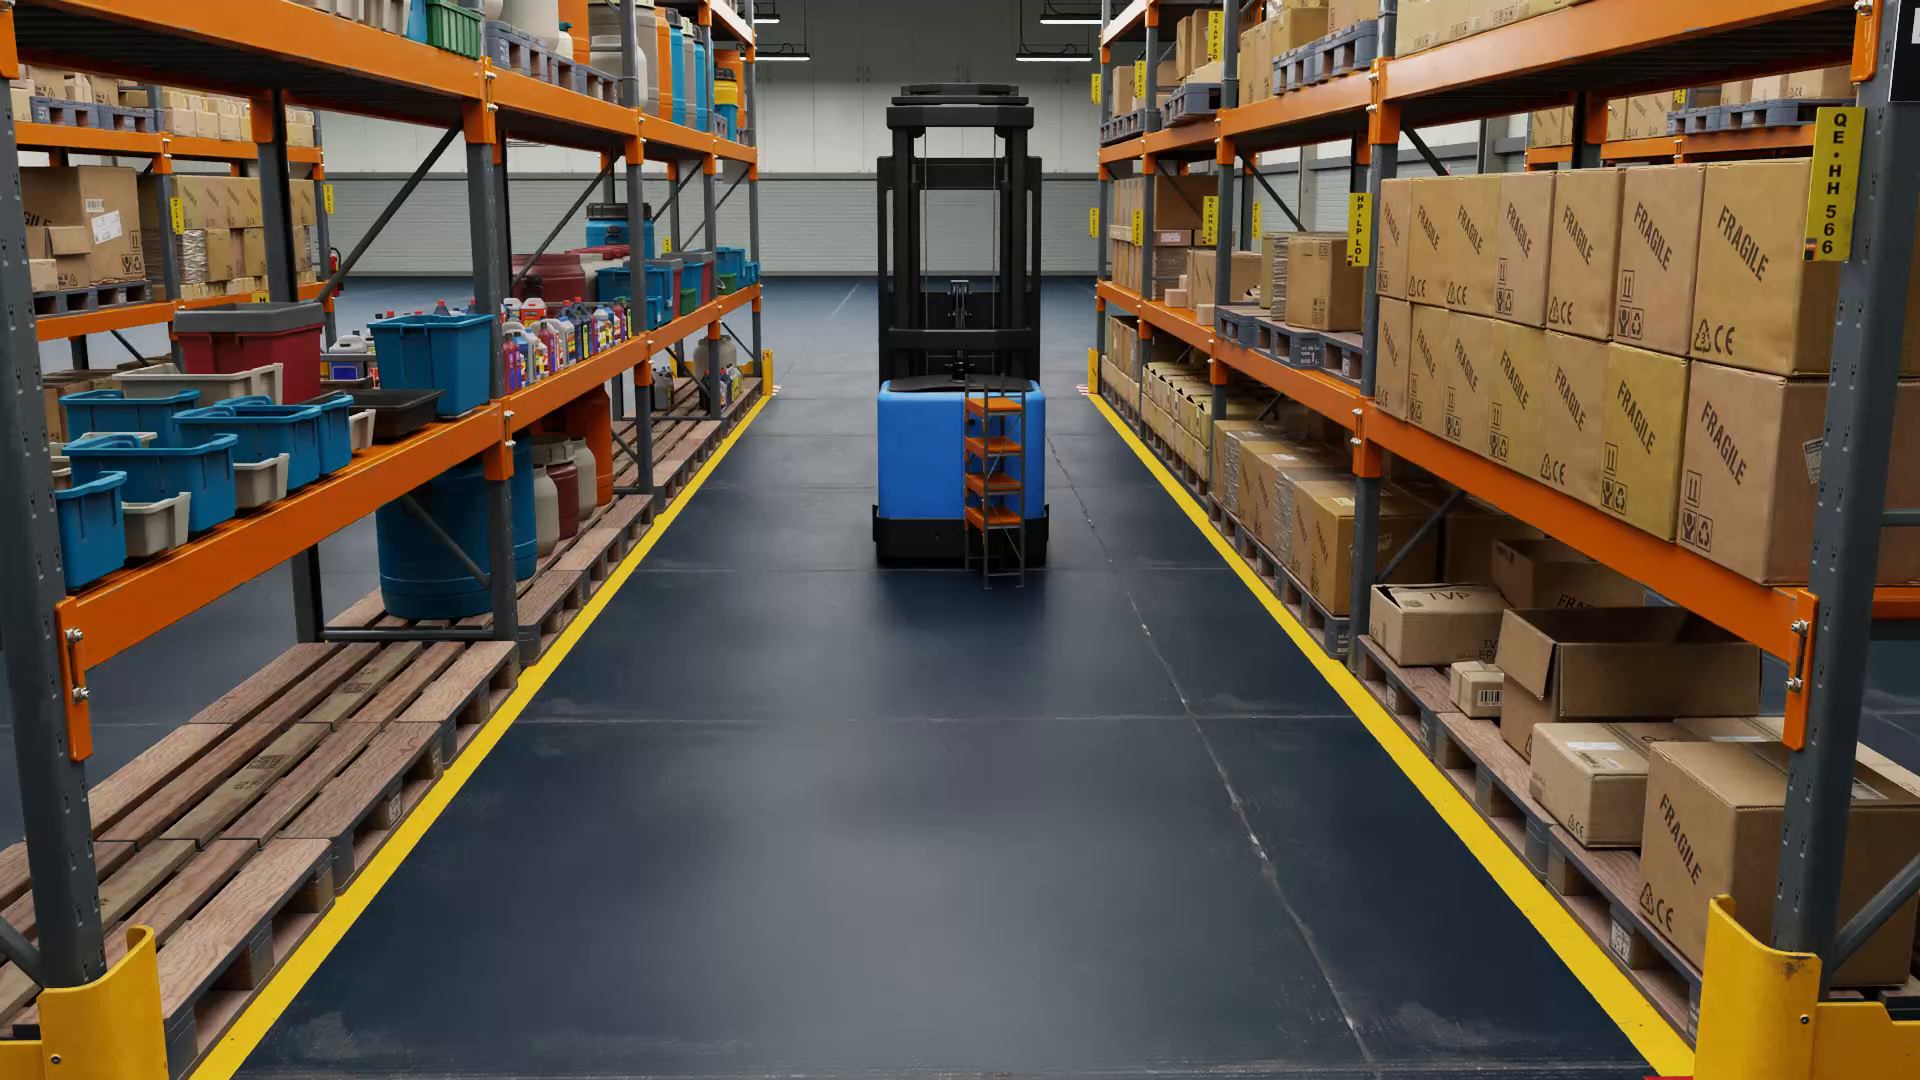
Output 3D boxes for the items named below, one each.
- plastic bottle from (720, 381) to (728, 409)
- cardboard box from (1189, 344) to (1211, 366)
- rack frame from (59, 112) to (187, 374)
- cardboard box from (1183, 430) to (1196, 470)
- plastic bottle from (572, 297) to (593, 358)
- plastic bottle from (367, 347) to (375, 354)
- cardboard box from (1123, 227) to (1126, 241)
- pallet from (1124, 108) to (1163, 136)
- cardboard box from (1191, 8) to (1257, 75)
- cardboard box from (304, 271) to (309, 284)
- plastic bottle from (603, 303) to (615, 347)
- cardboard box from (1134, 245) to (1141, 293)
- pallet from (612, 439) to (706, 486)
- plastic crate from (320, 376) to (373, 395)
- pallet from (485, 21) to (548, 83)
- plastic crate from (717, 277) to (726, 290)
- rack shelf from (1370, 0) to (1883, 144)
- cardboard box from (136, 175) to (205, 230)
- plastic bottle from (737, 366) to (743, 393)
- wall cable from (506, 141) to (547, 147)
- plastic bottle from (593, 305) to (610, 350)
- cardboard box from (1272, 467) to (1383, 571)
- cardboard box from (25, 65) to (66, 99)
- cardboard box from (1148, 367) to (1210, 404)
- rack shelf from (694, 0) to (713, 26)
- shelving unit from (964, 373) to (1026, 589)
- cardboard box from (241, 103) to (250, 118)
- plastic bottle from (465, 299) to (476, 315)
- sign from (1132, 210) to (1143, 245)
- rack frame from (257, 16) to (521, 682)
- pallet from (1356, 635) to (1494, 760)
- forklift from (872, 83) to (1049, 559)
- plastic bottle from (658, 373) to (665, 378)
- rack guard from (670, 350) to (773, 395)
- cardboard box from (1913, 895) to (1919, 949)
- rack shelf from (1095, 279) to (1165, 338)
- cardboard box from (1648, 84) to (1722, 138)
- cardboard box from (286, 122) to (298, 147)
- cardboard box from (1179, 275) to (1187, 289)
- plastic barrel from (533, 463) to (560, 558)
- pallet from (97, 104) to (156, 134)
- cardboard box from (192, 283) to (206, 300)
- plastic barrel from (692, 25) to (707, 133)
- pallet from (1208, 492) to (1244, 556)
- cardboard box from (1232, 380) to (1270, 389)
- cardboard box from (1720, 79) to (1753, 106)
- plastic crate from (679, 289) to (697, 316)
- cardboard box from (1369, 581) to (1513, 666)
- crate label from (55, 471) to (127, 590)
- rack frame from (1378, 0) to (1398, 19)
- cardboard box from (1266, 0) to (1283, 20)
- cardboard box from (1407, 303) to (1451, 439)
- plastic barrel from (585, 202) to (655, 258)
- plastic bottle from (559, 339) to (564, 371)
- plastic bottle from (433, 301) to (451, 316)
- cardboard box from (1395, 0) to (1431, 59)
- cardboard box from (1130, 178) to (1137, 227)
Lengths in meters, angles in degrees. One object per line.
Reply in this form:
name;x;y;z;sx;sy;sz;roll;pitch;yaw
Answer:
plastic bottle;-2.358;-1.420;16.260;0.152;0.276;0.135;0;11;1
cardboard box;2.500;-1.749;16.111;0.500;0.500;0.500;0;11;-1
rack frame;-7.708;-2.390;15.296;1.000;3.000;0.127;0;11;-1
cardboard box;2.010;-0.699;12.821;0.500;0.250;0.500;0;11;-2
plastic bottle;-2.253;-1.253;9.817;0.144;0.351;0.185;0;11;-1
plastic bottle;-2.893;-0.850;8.202;0.097;0.201;0.097;0;11;0
cardboard box;1.935;-3.257;17.687;0.380;0.149;0.250;0;11;-2
pallet;2.153;-4.026;16.039;1.003;0.211;1.213;0;11;-1
cardboard box;2.205;-4.164;13.930;0.500;0.500;0.500;1;12;4
cardboard box;-7.574;-2.957;18.720;0.380;0.149;0.250;0;11;-1
plastic bottle;-2.245;-1.366;10.572;0.097;0.271;0.097;0;11;0
cardboard box;2.157;-2.772;16.926;0.700;0.500;0.500;0;11;0
pallet;-2.673;-0.645;13.706;1.003;0.211;1.213;0;11;-1
plastic crate;-2.724;-0.627;7.119;0.396;0.136;0.243;0;11;-1
pallet;-2.704;-2.353;8.044;1.213;0.211;1.003;0;11;-1
plastic crate;-2.639;-2.485;15.918;0.767;0.338;0.504;0;11;-1
rack shelf;2.403;-1.560;5.468;1.077;0.370;4.000;0;11;-1
cardboard box;-7.463;-3.165;15.603;0.500;0.500;0.500;0;11;-1
plastic bottle;-2.342;-1.704;17.637;0.061;0.283;0.133;0;11;0
wall cable;-13.414;-14.178;49.760;2.305;6.003;0.169;0;11;-1
plastic bottle;-2.241;-1.327;10.381;0.097;0.271;0.097;0;11;0
cardboard box;2.053;-0.125;9.313;0.500;0.500;0.500;0;11;0
cardboard box;-7.777;-3.835;13.560;0.797;0.503;0.637;0;11;1
cardboard box;1.961;-1.380;14.768;0.500;0.311;0.500;0;11;-2
rack shelf;-2.714;-4.404;12.951;1.077;0.370;4.000;0;11;-1
shelving unit;0.202;-0.355;9.791;0.258;1.200;0.503;-3;12;-12
cardboard box;-7.494;-4.410;17.082;0.380;0.149;0.250;-1;11;-4
plastic bottle;-2.810;-1.224;9.671;0.144;0.351;0.185;0;11;-1
sign;1.642;-2.891;15.386;0.100;0.325;0.005;0;11;-1
rack frame;-2.590;-0.820;7.557;1.000;3.000;0.127;0;11;-1
pallet;2.375;0.663;7.258;1.003;0.211;1.213;0;11;-1
forklift;-0.008;-1.562;11.385;1.130;2.935;3.031;0;11;-1
plastic bottle;-3.067;-1.553;16.912;0.152;0.276;0.135;0;11;0
rack guard;-2.790;-1.966;19.490;1.175;0.500;0.348;0;11;-1
cardboard box;2.780;1.052;4.392;0.380;0.149;0.250;0;11;-1
rack shelf;2.155;-2.475;17.524;1.077;0.370;4.000;0;11;-1
cardboard box;6.892;-4.080;15.779;0.500;0.500;0.500;0;11;0
cardboard box;-7.513;-4.388;17.975;0.500;0.250;0.500;0;11;-1
cardboard box;2.250;-2.259;15.026;0.500;0.250;0.500;0;11;2
plastic barrel;-2.522;-0.168;9.545;0.421;0.512;0.421;0;11;0
pallet;-7.801;-3.645;14.409;1.213;0.211;1.003;0;11;-1
cardboard box;-7.404;-2.361;15.783;0.380;0.149;0.250;0;11;-1
plastic barrel;-2.528;-4.026;14.554;0.600;0.901;0.708;0;11;-1
pallet;2.257;-0.120;11.118;1.003;0.211;1.213;0;11;-1
cardboard box;2.523;-1.181;13.786;0.500;0.311;0.500;0;11;-2
cardboard box;7.080;-4.067;14.709;0.500;0.500;0.500;1;12;7
plastic crate;-2.438;-1.962;13.716;0.450;0.188;0.662;0;11;-1
cardboard box;2.154;0.347;7.462;0.500;0.311;0.500;0;11;-1
crate label;-2.184;-0.023;3.897;0.416;0.233;0.303;0;11;-1
rack frame;2.362;-3.780;7.058;1.000;3.000;0.127;0;11;-1
cardboard box;2.282;-3.557;10.738;0.500;0.500;0.500;0;11;-1
cardboard box;2.114;-0.685;6.638;0.500;0.500;0.500;0;11;0
plastic barrel;-3.051;-2.578;14.962;0.600;0.901;0.708;0;11;-1
plastic bottle;-2.213;-1.024;9.060;0.097;0.201;0.097;0;11;0
plastic bottle;-2.959;-1.196;9.536;0.144;0.351;0.185;0;11;-1
cardboard box;2.125;-2.139;6.889;0.500;0.250;0.500;0;11;-1
cardboard box;2.150;-3.502;17.264;0.700;0.500;0.500;0;11;-1
